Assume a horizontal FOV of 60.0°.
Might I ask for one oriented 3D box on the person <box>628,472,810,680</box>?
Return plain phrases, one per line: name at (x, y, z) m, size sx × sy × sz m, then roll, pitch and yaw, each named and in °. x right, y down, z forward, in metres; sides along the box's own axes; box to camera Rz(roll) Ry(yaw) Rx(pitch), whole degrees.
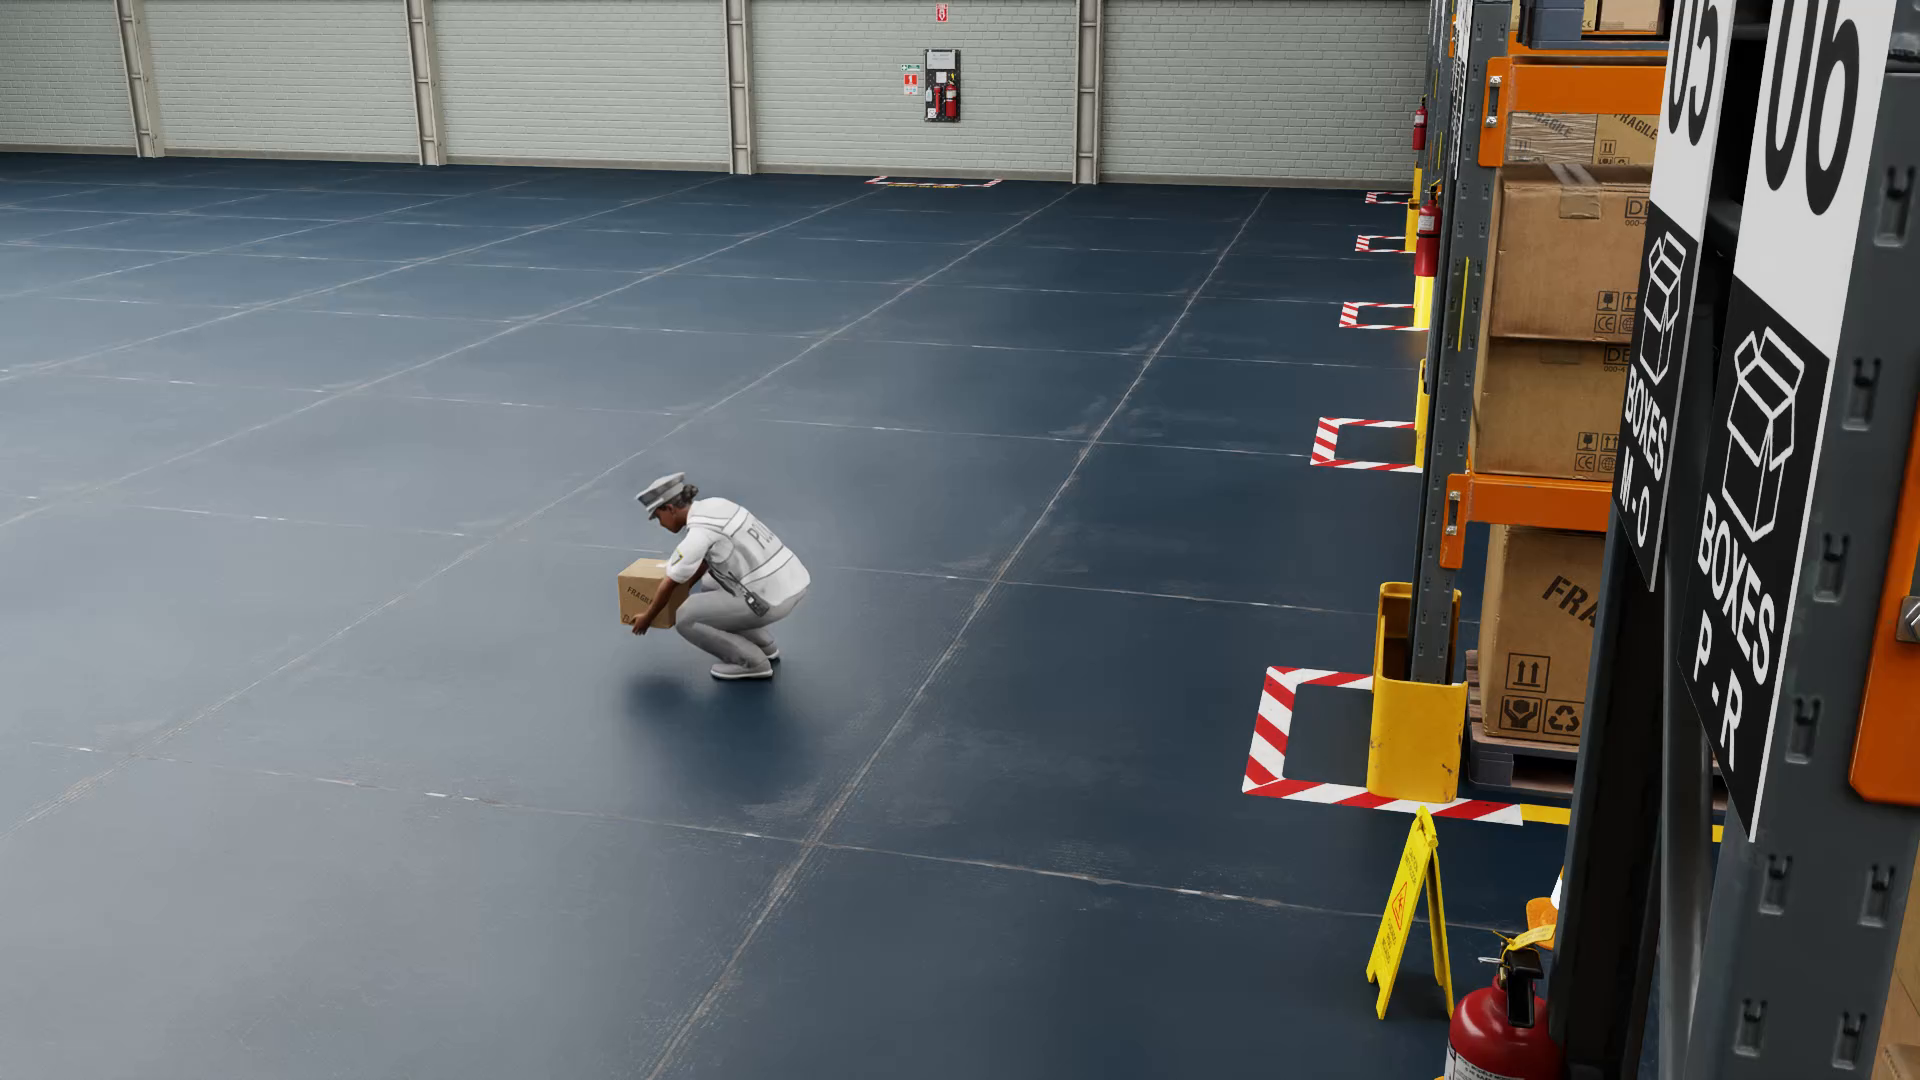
person at (-1.124, 0.146, 7.771) m, size 0.832 × 0.952 × 0.512 m, roll 5°, pitch 19°, yaw 13°
